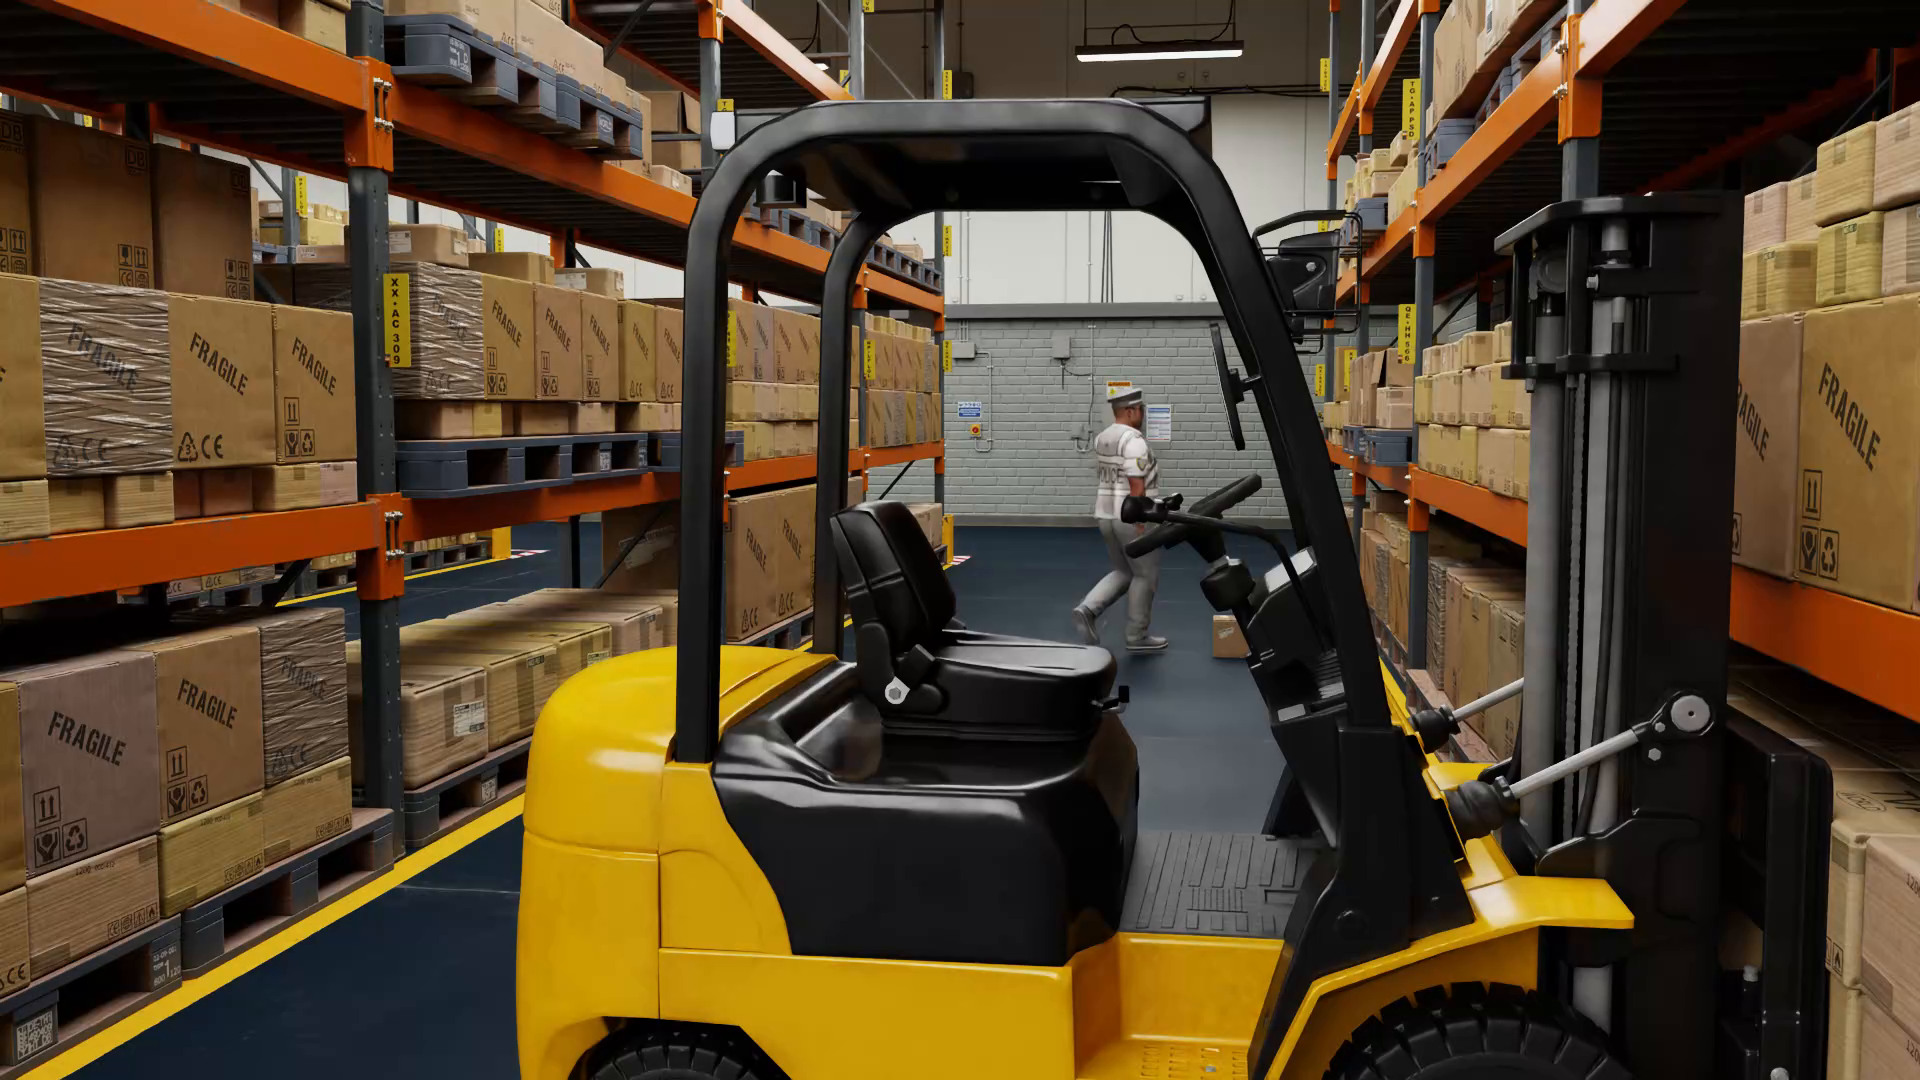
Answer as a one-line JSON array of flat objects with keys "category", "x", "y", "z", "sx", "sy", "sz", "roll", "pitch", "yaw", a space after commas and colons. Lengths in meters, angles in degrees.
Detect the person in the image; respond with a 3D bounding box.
[{"category": "person", "x": 1.094, "y": -0.138, "z": 11.030, "sx": 0.643, "sy": 1.745, "sz": 0.537, "roll": -2, "pitch": 5, "yaw": -27}]
